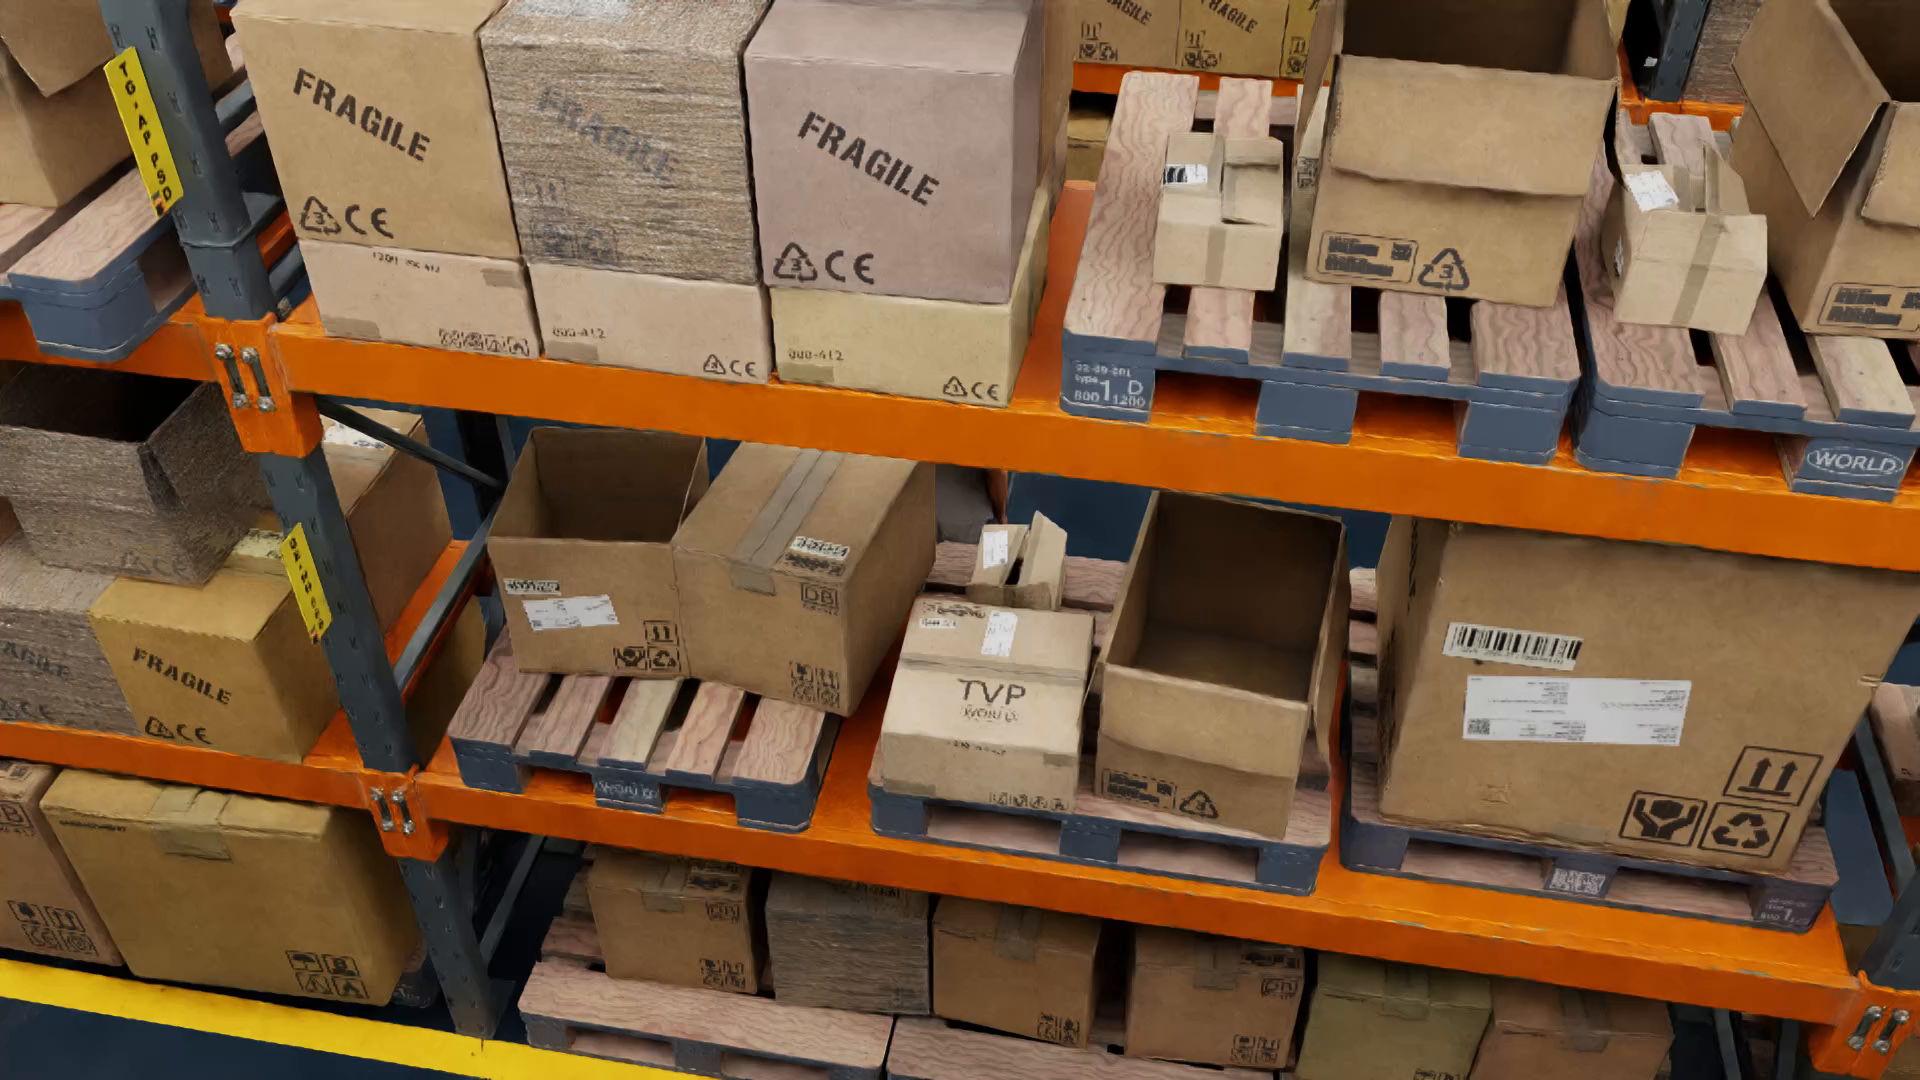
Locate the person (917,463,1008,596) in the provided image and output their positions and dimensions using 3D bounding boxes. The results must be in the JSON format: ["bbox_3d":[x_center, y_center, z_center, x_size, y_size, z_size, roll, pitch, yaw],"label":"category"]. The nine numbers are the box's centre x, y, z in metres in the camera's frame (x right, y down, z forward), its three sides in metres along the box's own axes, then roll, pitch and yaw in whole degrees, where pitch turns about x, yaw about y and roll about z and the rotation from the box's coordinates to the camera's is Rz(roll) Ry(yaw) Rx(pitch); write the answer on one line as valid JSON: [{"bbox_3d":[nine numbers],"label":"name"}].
[{"bbox_3d":[-0.026,-0.119,6.280,0.462,1.654,0.403,21,45,23],"label":"person"}]
